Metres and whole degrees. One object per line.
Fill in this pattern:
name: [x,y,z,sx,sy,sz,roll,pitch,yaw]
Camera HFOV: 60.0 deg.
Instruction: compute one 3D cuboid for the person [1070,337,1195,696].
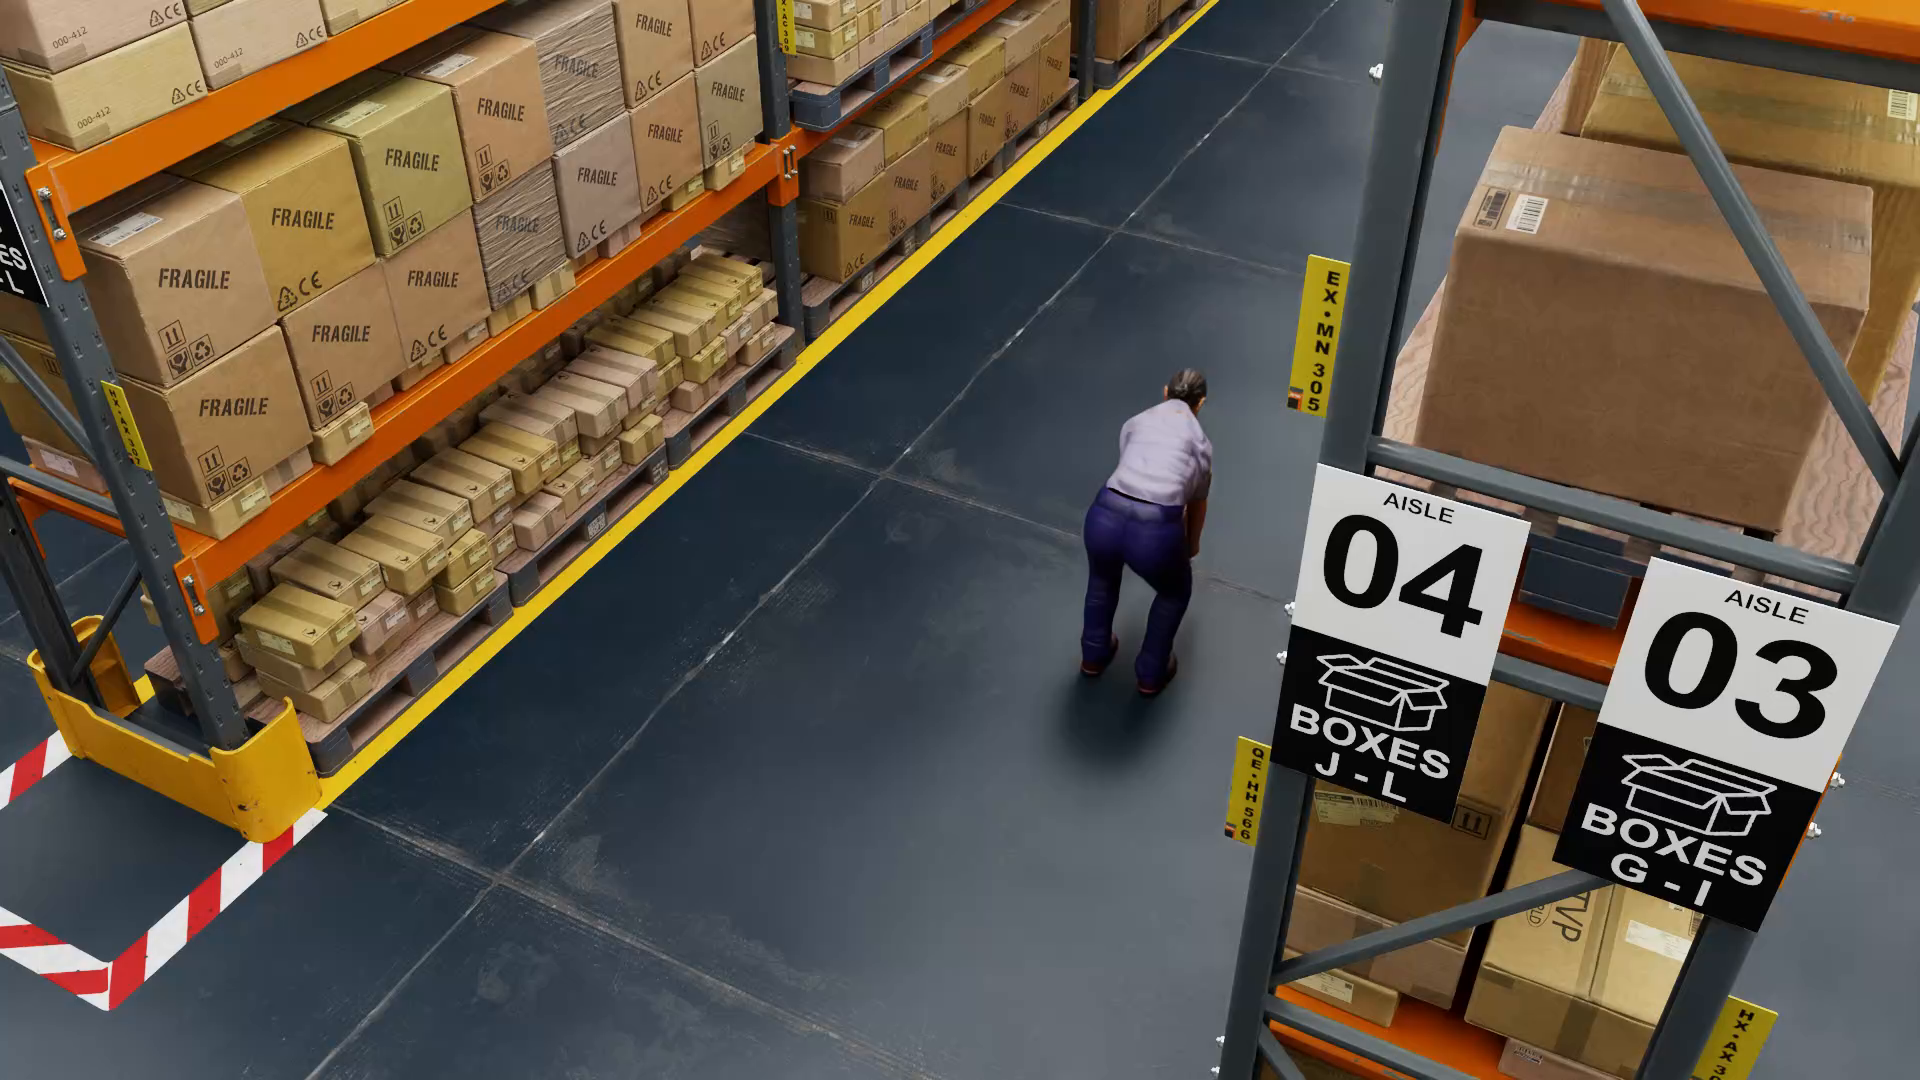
person: [0.722,-0.073,6.848,0.555,1.650,0.370,16,41,19]
